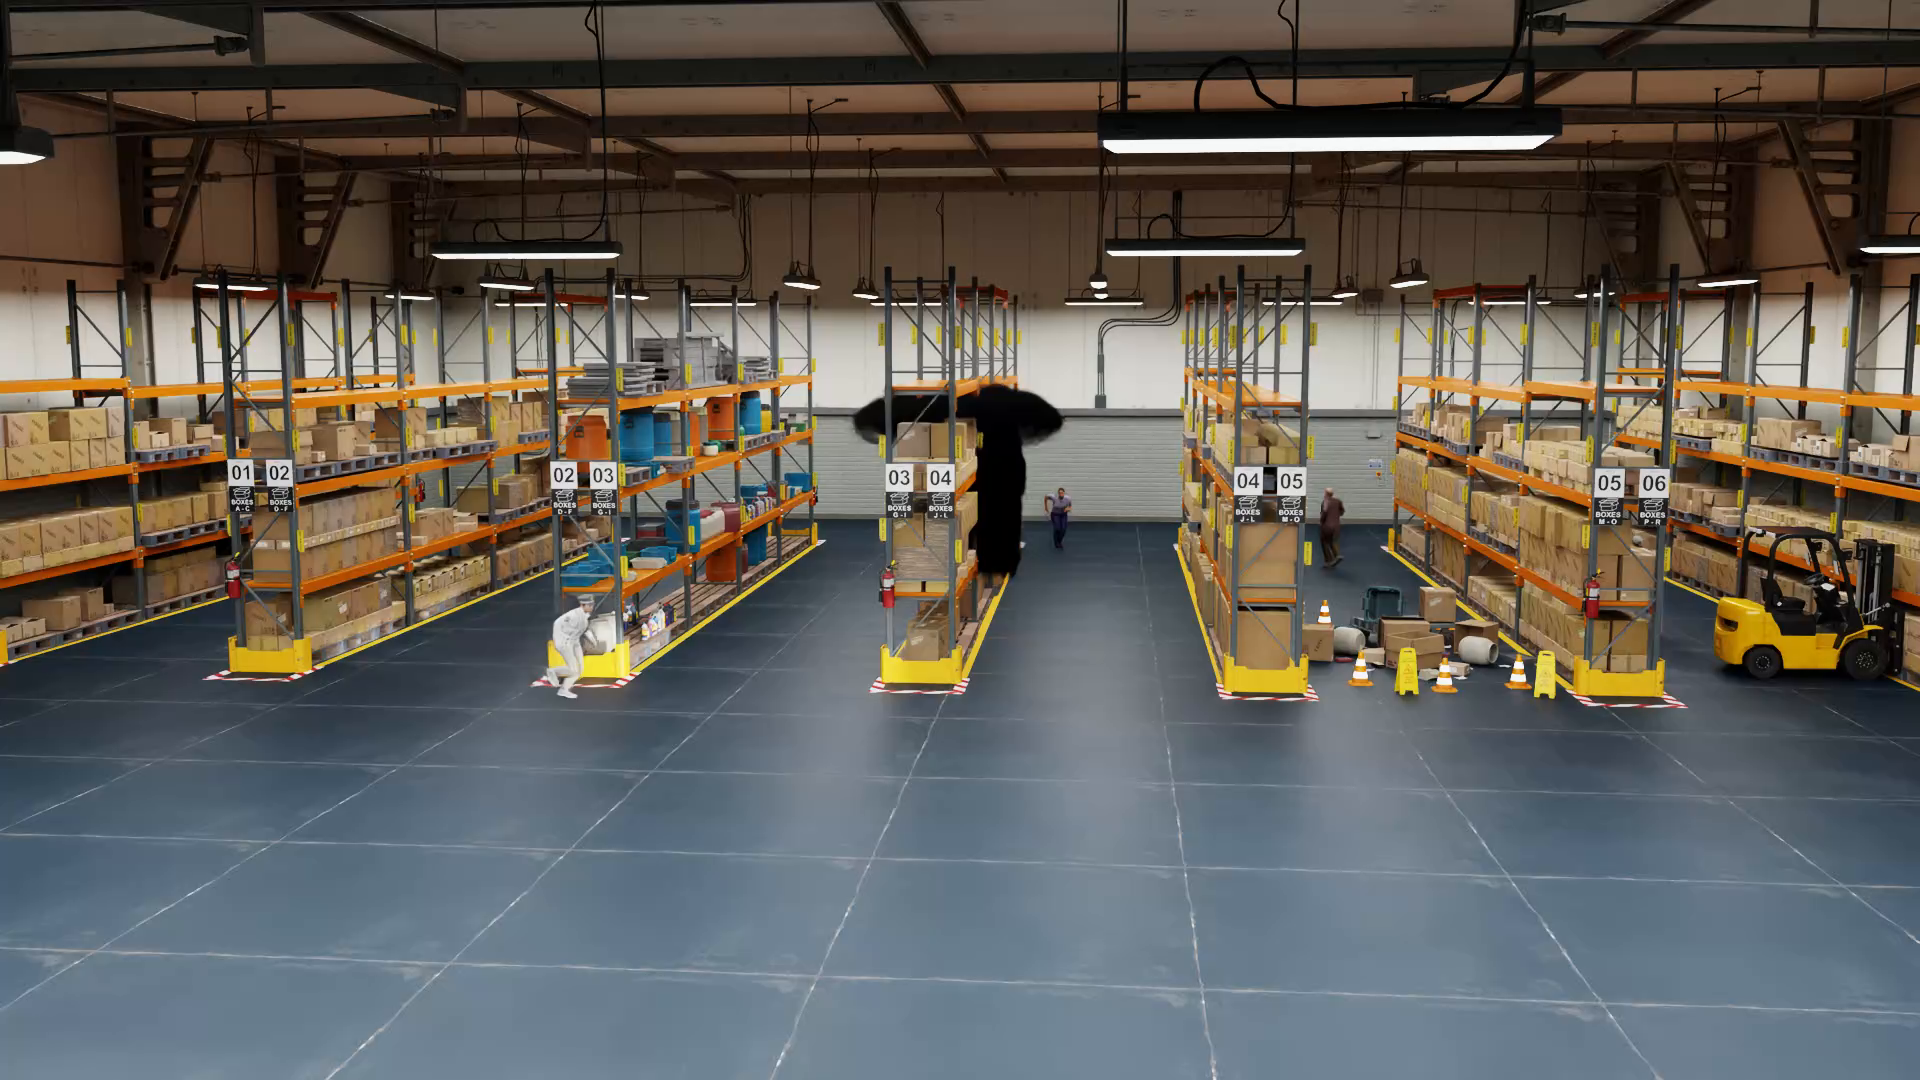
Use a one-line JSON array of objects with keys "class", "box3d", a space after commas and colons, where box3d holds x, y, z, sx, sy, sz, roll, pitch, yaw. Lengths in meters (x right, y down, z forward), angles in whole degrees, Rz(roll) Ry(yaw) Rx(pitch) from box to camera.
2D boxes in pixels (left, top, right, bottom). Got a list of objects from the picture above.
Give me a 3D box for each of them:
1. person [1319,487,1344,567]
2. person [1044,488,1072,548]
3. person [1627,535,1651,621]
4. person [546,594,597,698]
[{"class": "person", "box3d": [8.156, -0.255, 36.227, 0.680, 1.763, 0.882, -2, 7, -17]}, {"class": "person", "box3d": [2.322, -0.519, 39.409, 0.634, 1.470, 0.887, -1, 7, -6]}, {"class": "person", "box3d": [11.714, 0.726, 28.748, 0.615, 1.621, 0.642, -1, 7, -5]}, {"class": "person", "box3d": [-5.432, 1.481, 23.127, 0.824, 1.488, 0.639, 3, 8, 24]}]
